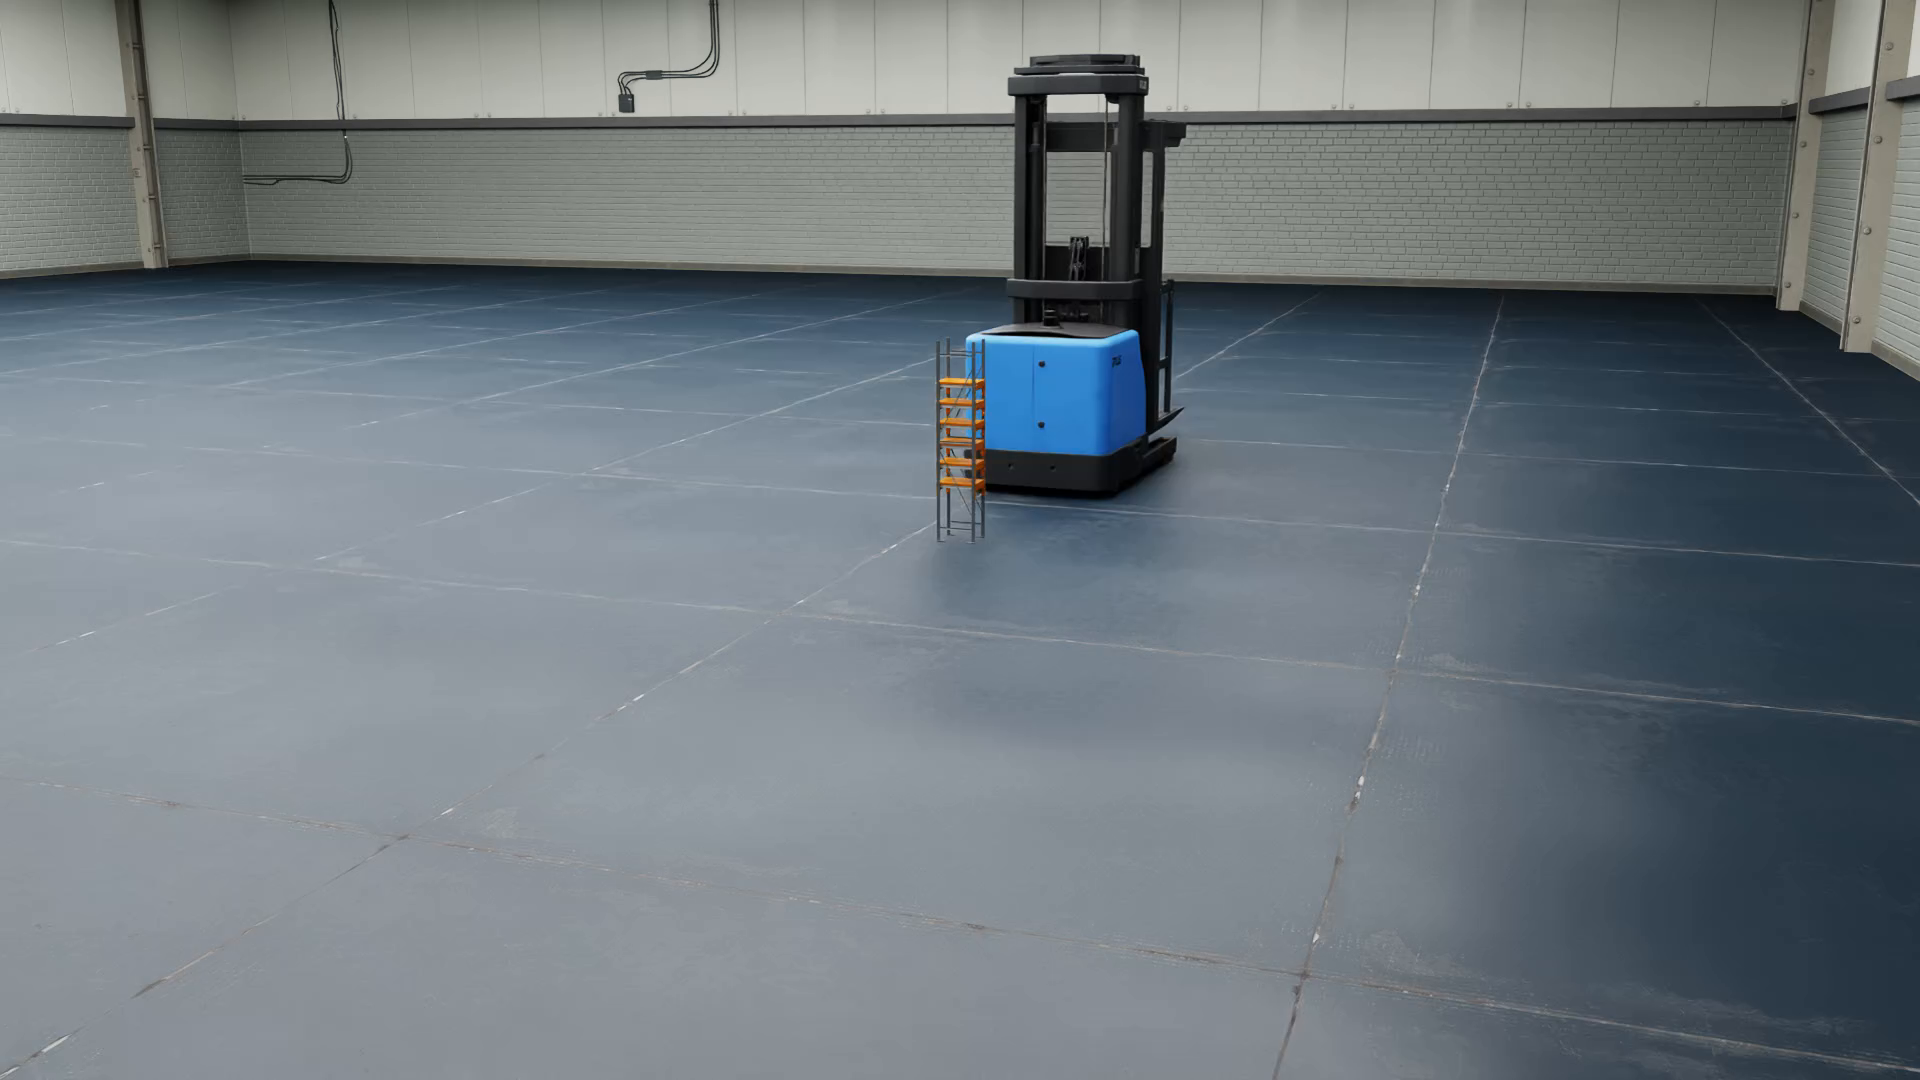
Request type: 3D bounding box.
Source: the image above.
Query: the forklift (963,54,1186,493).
[{"bbox_3d":[1.015,-2.033,12.307,1.130,2.935,3.031,5,14,20],"label":"forklift"}]

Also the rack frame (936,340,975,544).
[{"bbox_3d":[-0.025,-0.569,9.783,0.240,1.200,0.006,4,14,18],"label":"rack frame"}]

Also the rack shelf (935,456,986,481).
[{"bbox_3d":[0.005,-0.428,9.904,0.258,0.103,0.180,4,14,18],"label":"rack shelf"}]

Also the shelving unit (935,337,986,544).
[{"bbox_3d":[0.005,-0.588,9.868,0.258,1.200,0.189,4,14,18],"label":"shelving unit"}]

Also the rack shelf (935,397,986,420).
[{"bbox_3d":[0.005,-0.779,9.824,0.258,0.103,0.180,4,14,18],"label":"rack shelf"}]

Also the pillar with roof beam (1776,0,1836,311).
[{"bbox_3d":[8.614,-8.230,25.821,9.100,9.000,0.400,4,14,18],"label":"pillar with roof beam"}]

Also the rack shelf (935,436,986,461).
[{"bbox_3d":[0.005,-0.545,9.878,0.258,0.103,0.180,4,14,18],"label":"rack shelf"}]

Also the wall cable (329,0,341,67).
[{"bbox_3d":[-12.353,-11.466,35.631,3.097,2.526,0.112,4,14,18],"label":"wall cable"}]

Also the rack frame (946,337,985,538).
[{"bbox_3d":[0.034,-0.607,9.952,0.240,1.200,0.006,4,14,18],"label":"rack frame"}]

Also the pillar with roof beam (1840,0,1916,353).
[{"bbox_3d":[6.673,-6.966,20.286,9.100,9.000,0.400,4,14,18],"label":"pillar with roof beam"}]

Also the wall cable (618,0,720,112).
[{"bbox_3d":[-5.936,-11.684,33.313,2.305,6.003,0.169,4,14,18],"label":"wall cable"}]

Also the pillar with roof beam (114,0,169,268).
[{"bbox_3d":[-13.044,-9.878,33.042,9.100,9.000,0.400,4,14,18],"label":"pillar with roof beam"}]

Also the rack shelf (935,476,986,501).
[{"bbox_3d":[0.005,-0.311,9.931,0.258,0.103,0.180,4,14,18],"label":"rack shelf"}]

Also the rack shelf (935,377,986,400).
[{"bbox_3d":[0.005,-0.896,9.798,0.258,0.103,0.180,4,14,18],"label":"rack shelf"}]

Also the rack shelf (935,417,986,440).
[{"bbox_3d":[0.005,-0.662,9.851,0.258,0.103,0.180,4,14,18],"label":"rack shelf"}]

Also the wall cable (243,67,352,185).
[{"bbox_3d":[-14.913,-9.199,37.046,3.097,2.526,0.112,4,14,18],"label":"wall cable"}]
